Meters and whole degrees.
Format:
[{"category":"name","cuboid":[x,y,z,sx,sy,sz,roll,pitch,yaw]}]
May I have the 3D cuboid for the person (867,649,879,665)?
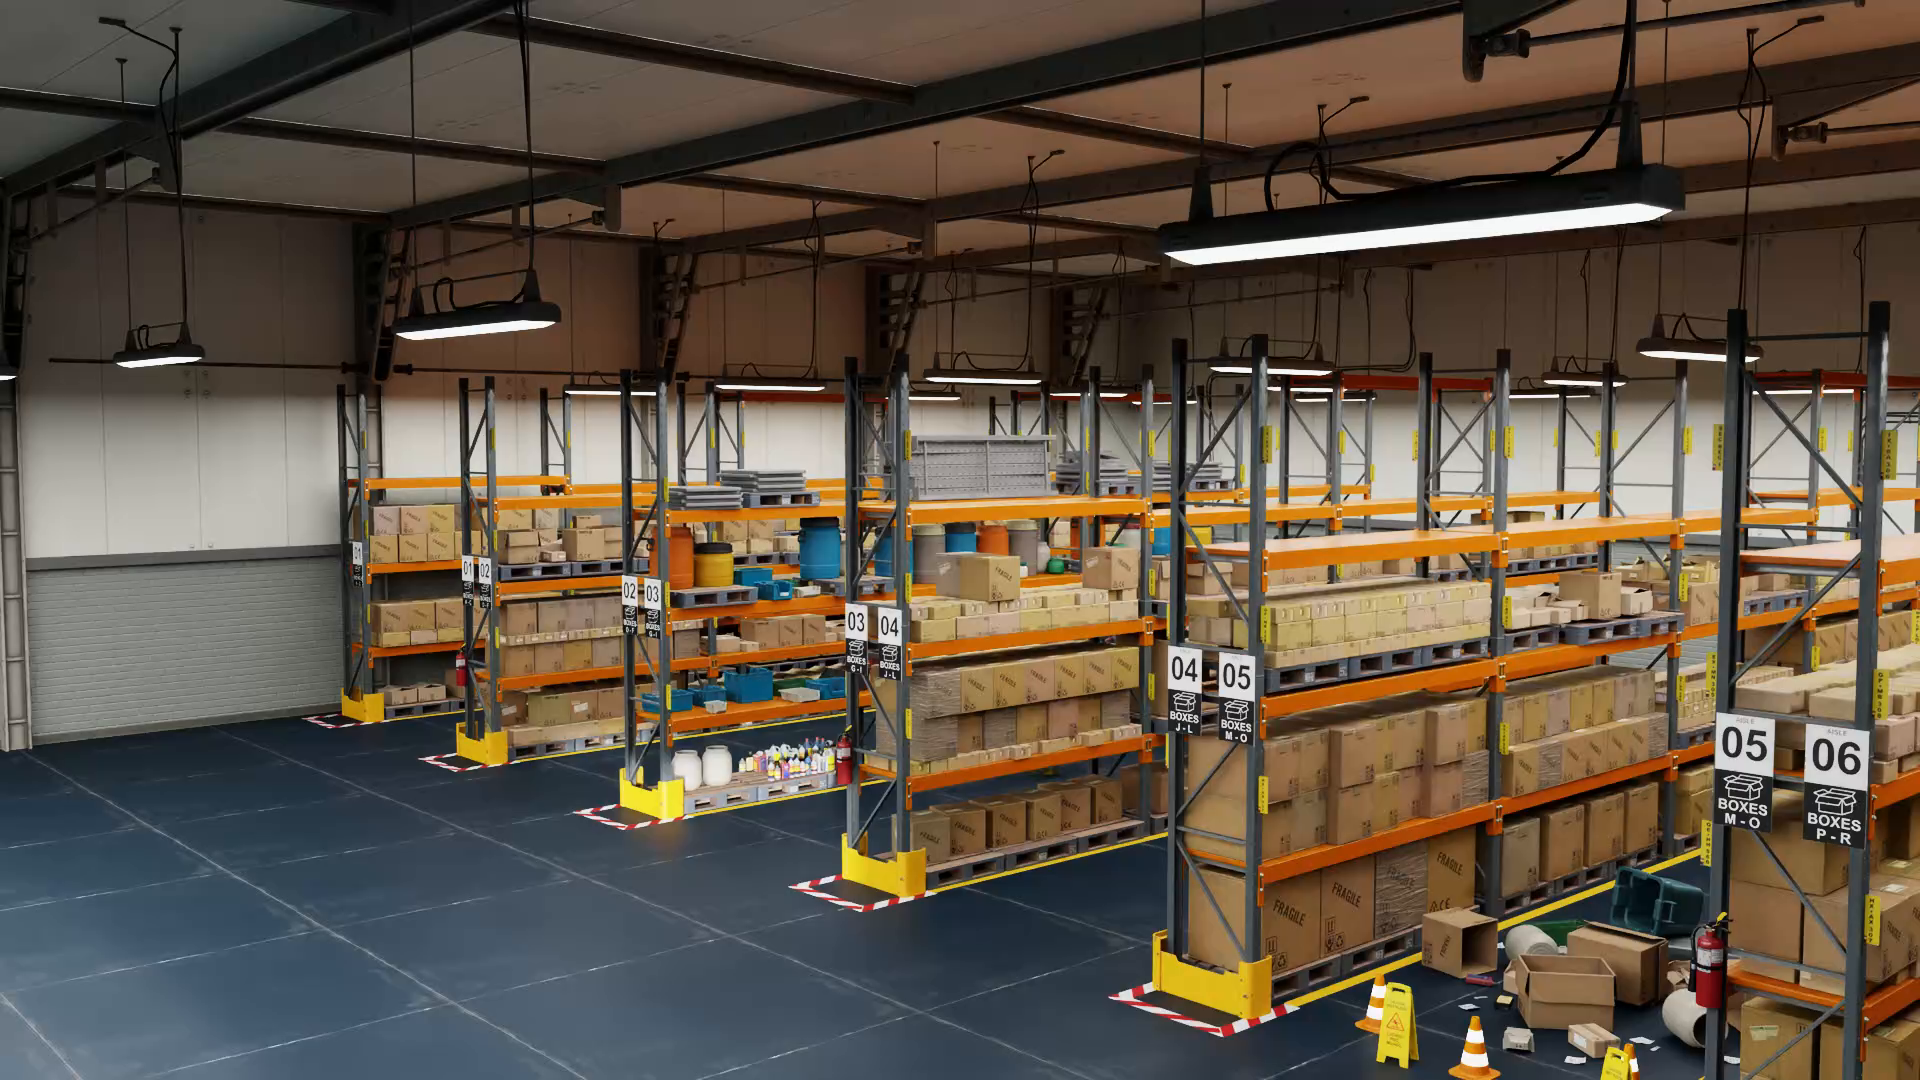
[{"category":"person","cuboid":[-1.861,2.111,35.442,0.675,1.443,0.779,1,4,20]}]
